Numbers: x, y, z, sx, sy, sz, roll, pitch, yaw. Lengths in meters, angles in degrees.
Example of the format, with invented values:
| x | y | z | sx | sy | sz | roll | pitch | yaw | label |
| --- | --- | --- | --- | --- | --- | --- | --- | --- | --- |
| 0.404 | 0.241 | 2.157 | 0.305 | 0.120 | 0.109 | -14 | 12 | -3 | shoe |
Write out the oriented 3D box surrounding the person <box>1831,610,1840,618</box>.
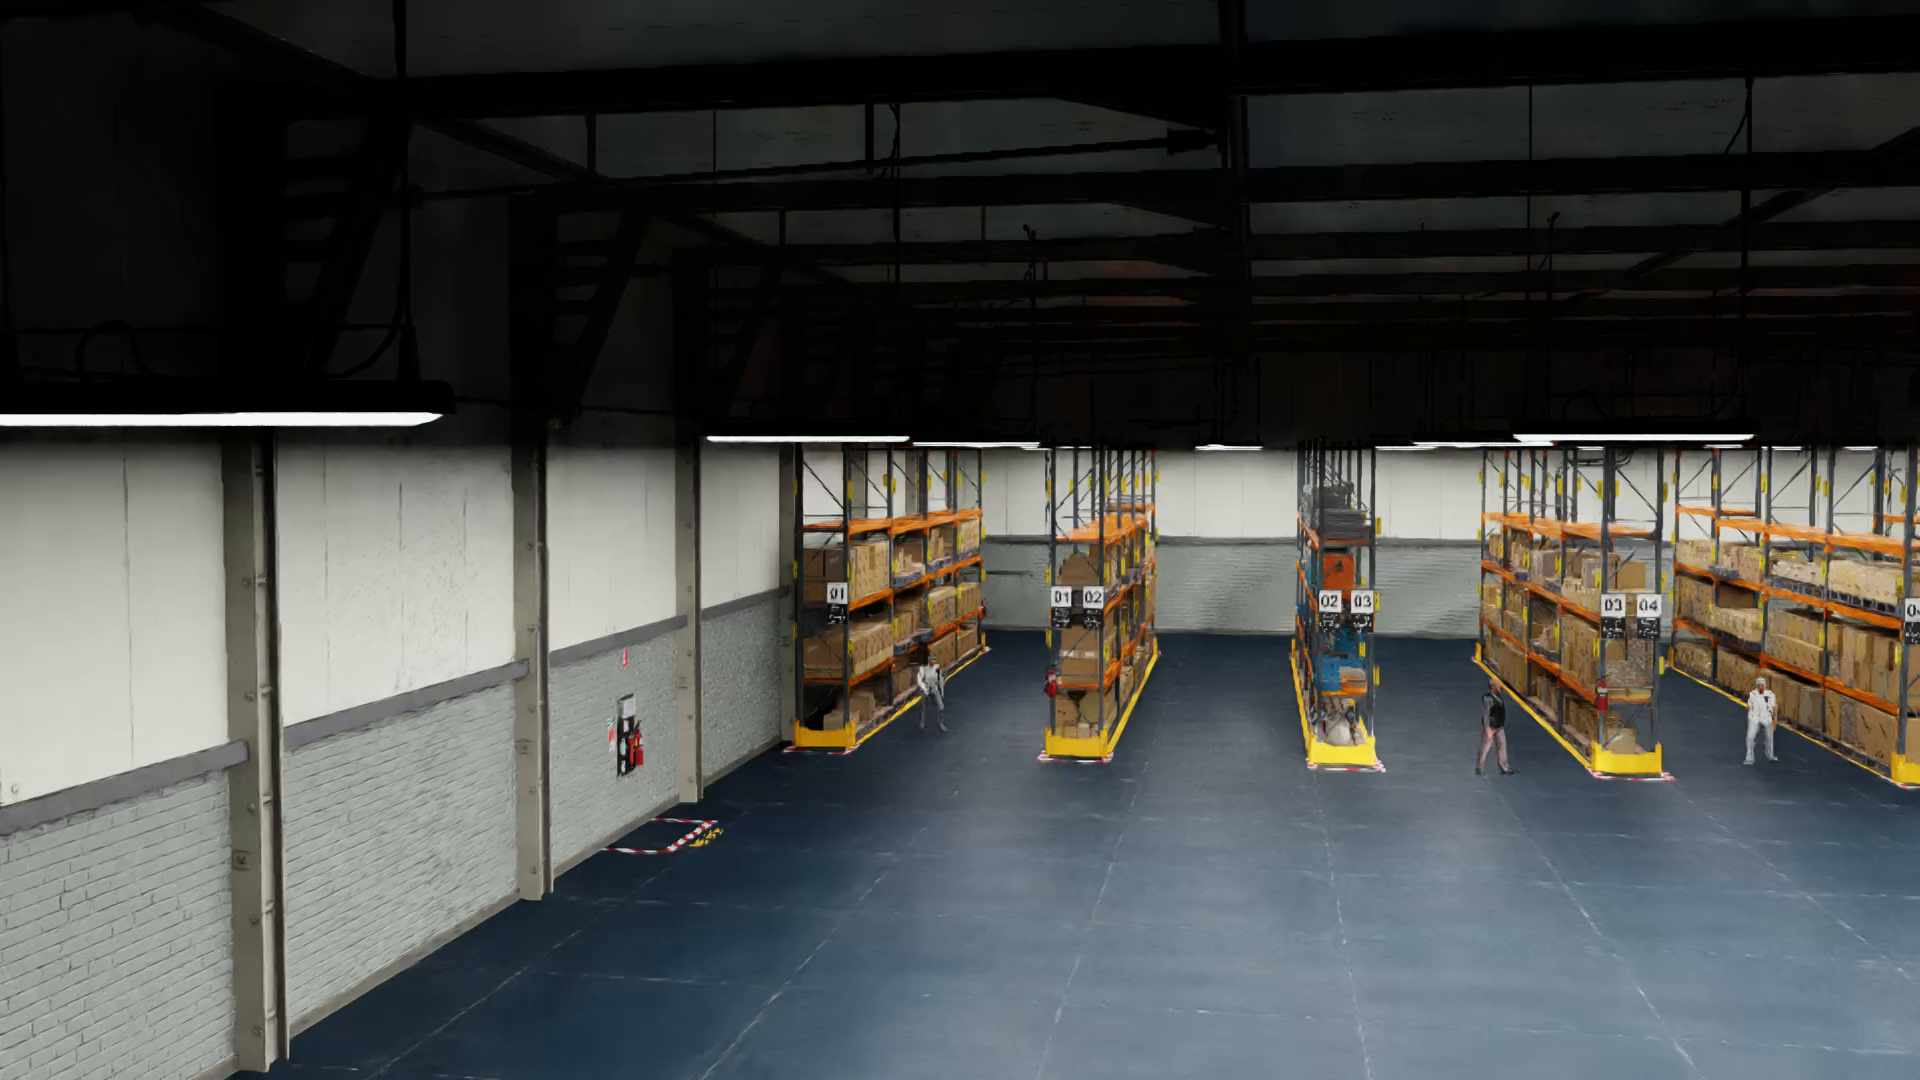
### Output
| x | y | z | sx | sy | sz | roll | pitch | yaw | label |
| --- | --- | --- | --- | --- | --- | --- | --- | --- | --- |
| 24.292 | 2.450 | 46.290 | 0.567 | 1.661 | 0.507 | -2 | 4 | -33 | person |

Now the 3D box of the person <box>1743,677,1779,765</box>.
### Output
| x | y | z | sx | sy | sz | roll | pitch | yaw | label |
| --- | --- | --- | --- | --- | --- | --- | --- | --- | --- |
| 14.710 | 3.306 | 30.496 | 0.527 | 1.604 | 0.946 | 2 | 4 | 33 | person |

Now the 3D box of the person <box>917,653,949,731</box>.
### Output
| x | y | z | sx | sy | sz | roll | pitch | yaw | label |
| --- | --- | --- | --- | --- | --- | --- | --- | --- | --- |
| -0.600 | 3.101 | 34.128 | 0.624 | 1.618 | 0.757 | -1 | 3 | -11 | person |

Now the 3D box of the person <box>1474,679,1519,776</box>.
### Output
| x | y | z | sx | sy | sz | roll | pitch | yaw | label |
| --- | --- | --- | --- | --- | --- | --- | --- | --- | --- |
| 9.455 | 3.296 | 29.392 | 0.733 | 1.709 | 0.567 | -3 | 4 | -41 | person |
